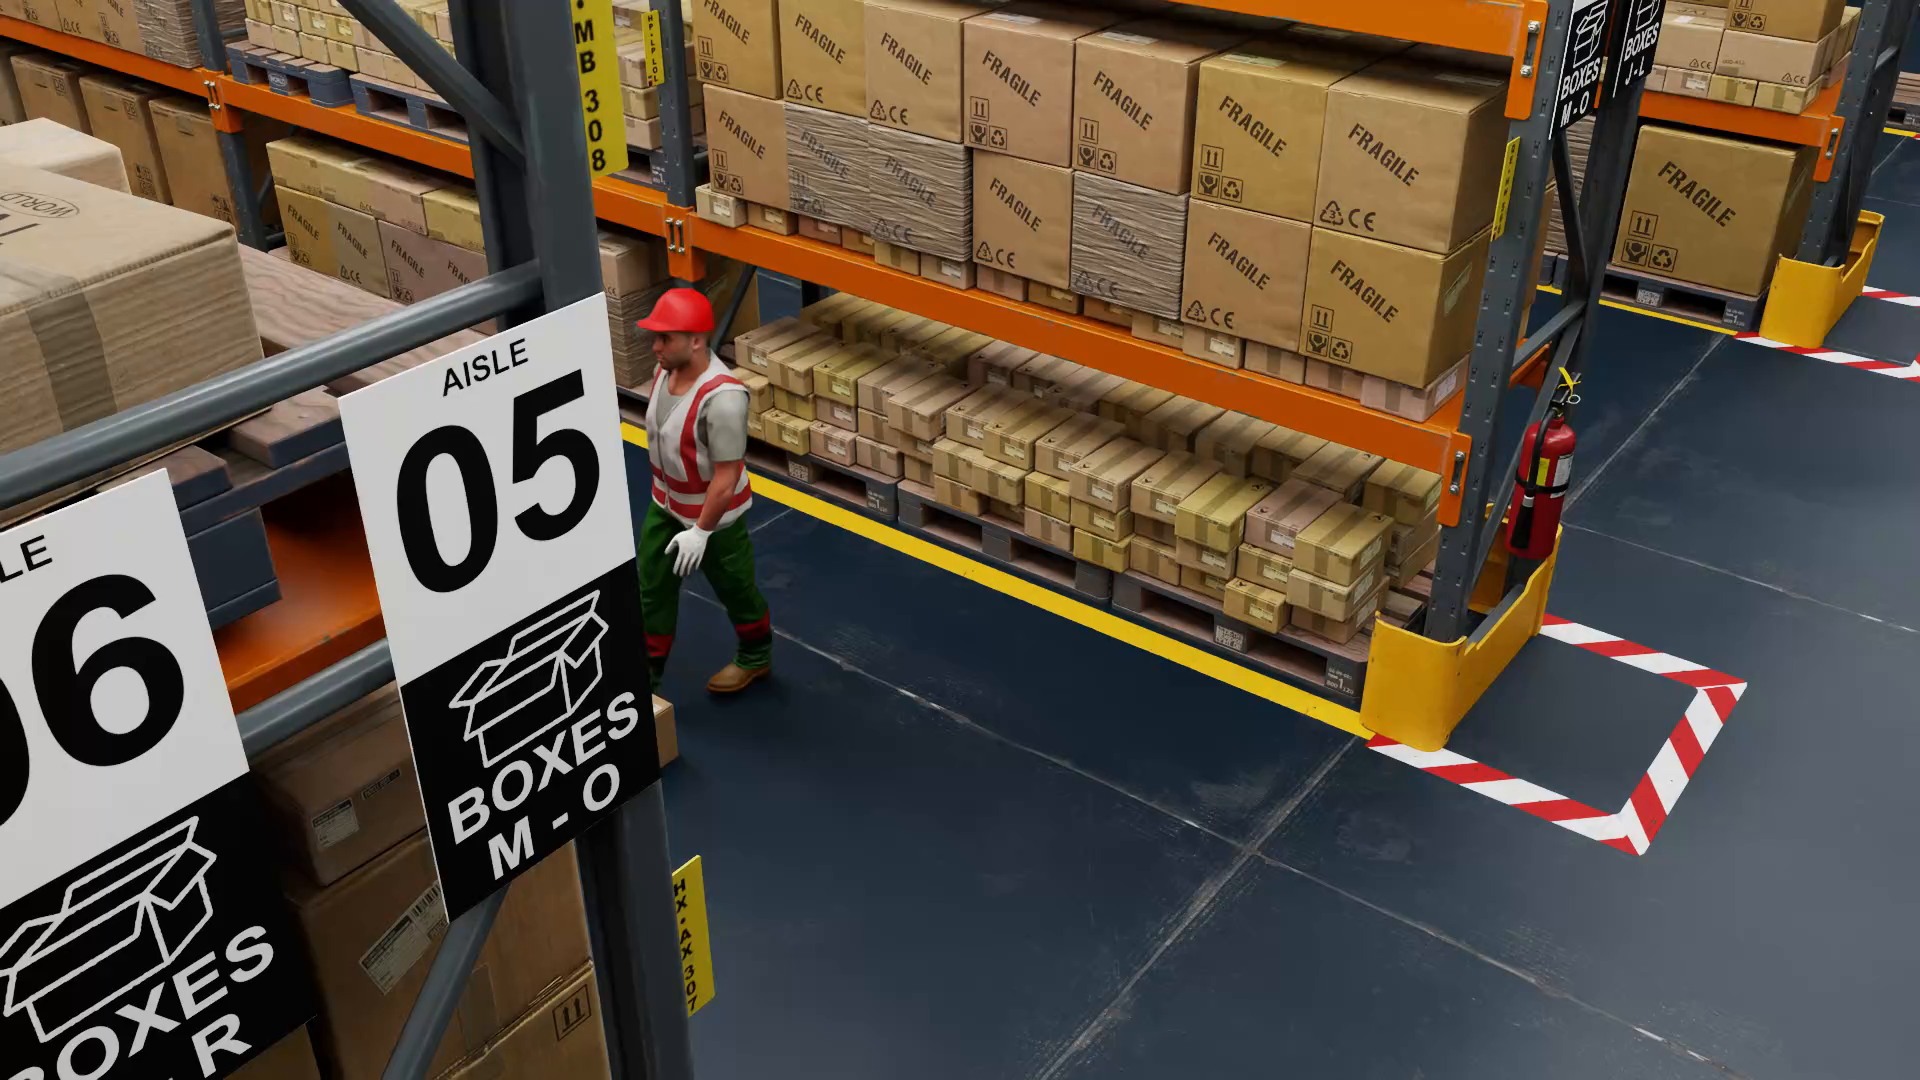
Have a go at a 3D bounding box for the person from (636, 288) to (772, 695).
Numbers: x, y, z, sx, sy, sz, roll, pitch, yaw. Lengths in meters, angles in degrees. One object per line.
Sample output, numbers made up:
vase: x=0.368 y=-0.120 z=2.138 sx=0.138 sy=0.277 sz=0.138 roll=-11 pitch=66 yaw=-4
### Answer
person: x=-1.058 y=-0.087 z=6.217 sx=0.587 sy=1.768 sz=0.795 roll=27 pitch=40 yaw=37
